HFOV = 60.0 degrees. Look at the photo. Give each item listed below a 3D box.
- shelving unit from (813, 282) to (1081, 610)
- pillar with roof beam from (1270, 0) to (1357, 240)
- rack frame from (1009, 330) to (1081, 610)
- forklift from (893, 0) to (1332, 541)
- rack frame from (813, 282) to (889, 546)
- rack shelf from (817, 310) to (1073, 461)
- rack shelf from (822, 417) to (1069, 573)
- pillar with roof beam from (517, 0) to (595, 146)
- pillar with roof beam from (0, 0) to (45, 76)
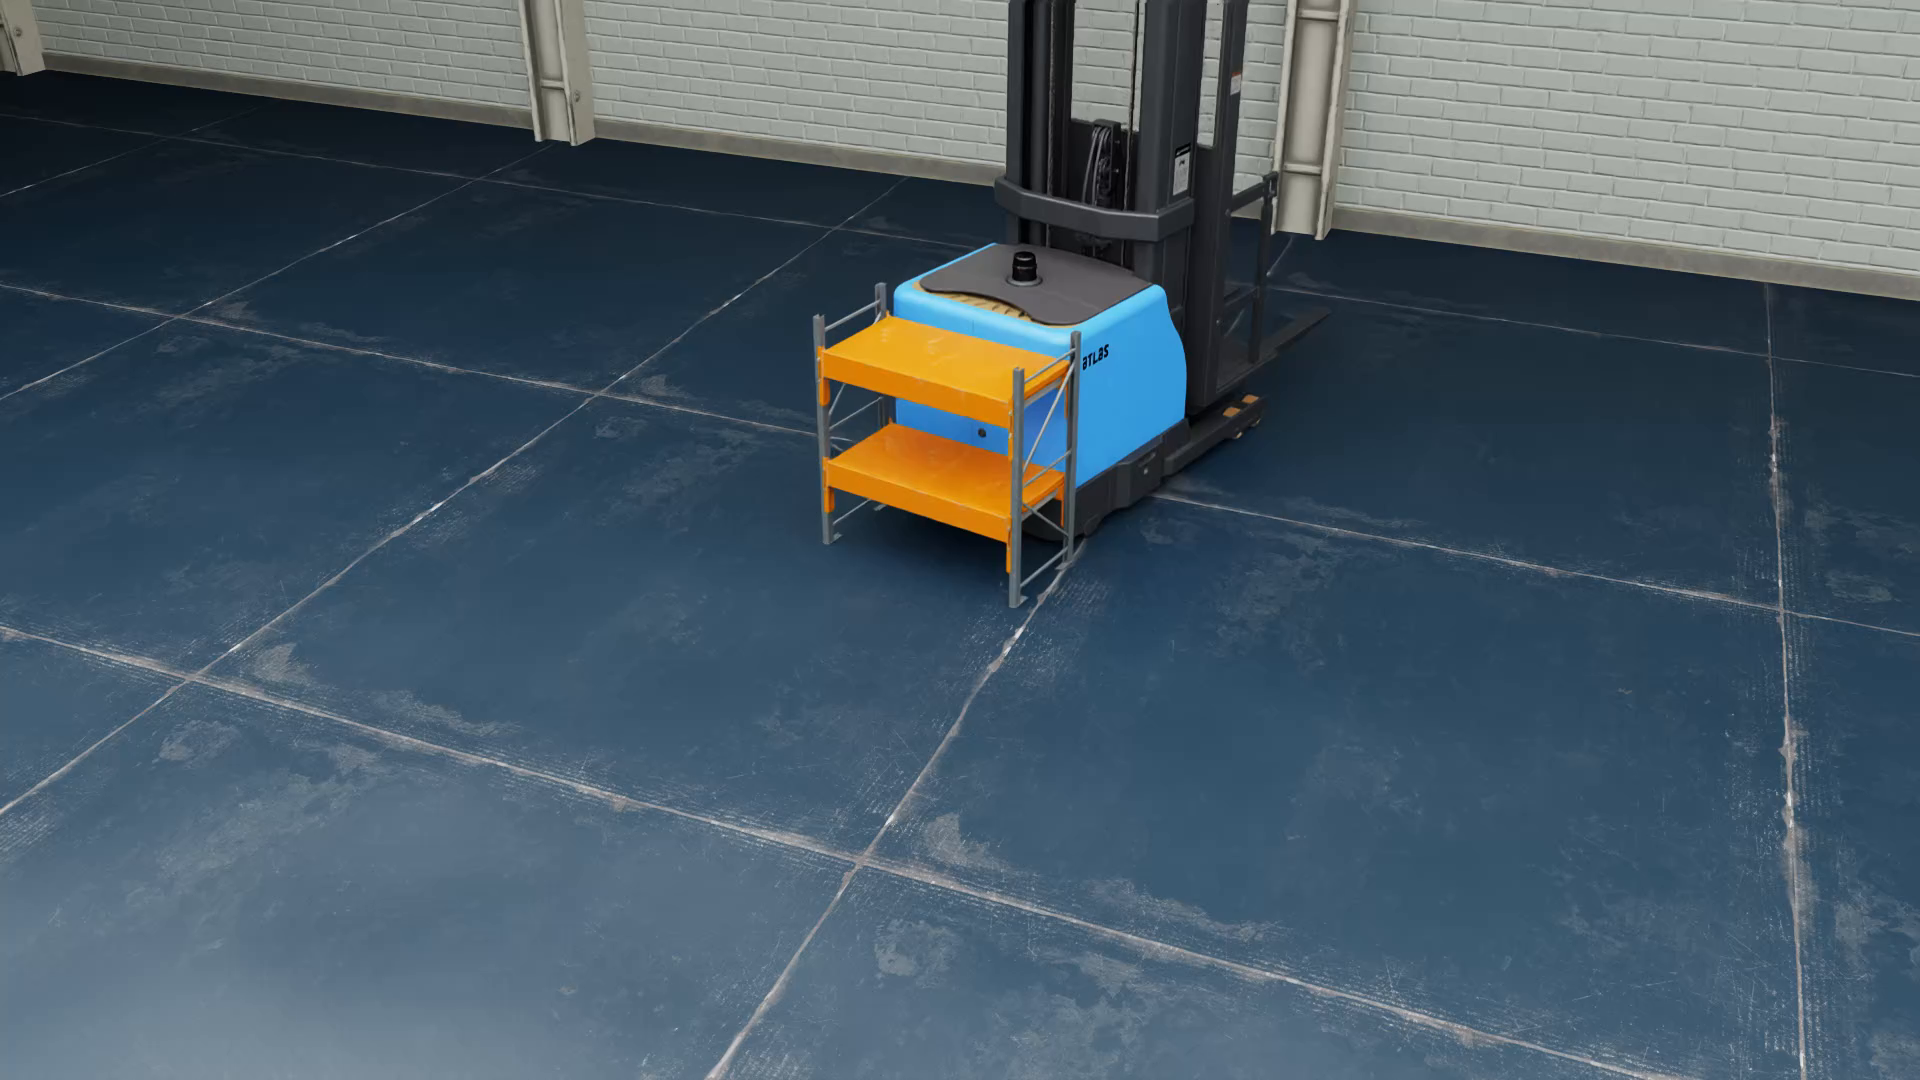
[{"bbox_3d":[-0.061,-0.432,7.371,1.048,1.125,0.538,18,34,29],"label":"shelving unit"},{"bbox_3d":[0.737,-4.111,5.878,0.400,9.000,9.100,11,31,19],"label":"pillar with roof beam"},{"bbox_3d":[0.363,-0.294,7.127,0.032,1.125,0.500,18,34,29],"label":"rack frame"},{"bbox_3d":[0.974,-1.935,8.194,1.130,2.935,3.031,21,36,32],"label":"forklift"},{"bbox_3d":[-0.485,-0.570,7.615,0.032,1.125,0.500,18,34,29],"label":"rack frame"},{"bbox_3d":[-0.061,-0.687,7.227,1.000,0.278,0.538,18,34,29],"label":"rack shelf"},{"bbox_3d":[-0.061,-0.219,7.491,1.000,0.278,0.538,18,34,29],"label":"rack shelf"},{"bbox_3d":[-4.822,-5.221,7.842,0.400,9.000,9.100,11,31,19],"label":"pillar with roof beam"},{"bbox_3d":[-10.382,-6.331,9.806,0.400,9.000,9.100,11,31,19],"label":"pillar with roof beam"}]
